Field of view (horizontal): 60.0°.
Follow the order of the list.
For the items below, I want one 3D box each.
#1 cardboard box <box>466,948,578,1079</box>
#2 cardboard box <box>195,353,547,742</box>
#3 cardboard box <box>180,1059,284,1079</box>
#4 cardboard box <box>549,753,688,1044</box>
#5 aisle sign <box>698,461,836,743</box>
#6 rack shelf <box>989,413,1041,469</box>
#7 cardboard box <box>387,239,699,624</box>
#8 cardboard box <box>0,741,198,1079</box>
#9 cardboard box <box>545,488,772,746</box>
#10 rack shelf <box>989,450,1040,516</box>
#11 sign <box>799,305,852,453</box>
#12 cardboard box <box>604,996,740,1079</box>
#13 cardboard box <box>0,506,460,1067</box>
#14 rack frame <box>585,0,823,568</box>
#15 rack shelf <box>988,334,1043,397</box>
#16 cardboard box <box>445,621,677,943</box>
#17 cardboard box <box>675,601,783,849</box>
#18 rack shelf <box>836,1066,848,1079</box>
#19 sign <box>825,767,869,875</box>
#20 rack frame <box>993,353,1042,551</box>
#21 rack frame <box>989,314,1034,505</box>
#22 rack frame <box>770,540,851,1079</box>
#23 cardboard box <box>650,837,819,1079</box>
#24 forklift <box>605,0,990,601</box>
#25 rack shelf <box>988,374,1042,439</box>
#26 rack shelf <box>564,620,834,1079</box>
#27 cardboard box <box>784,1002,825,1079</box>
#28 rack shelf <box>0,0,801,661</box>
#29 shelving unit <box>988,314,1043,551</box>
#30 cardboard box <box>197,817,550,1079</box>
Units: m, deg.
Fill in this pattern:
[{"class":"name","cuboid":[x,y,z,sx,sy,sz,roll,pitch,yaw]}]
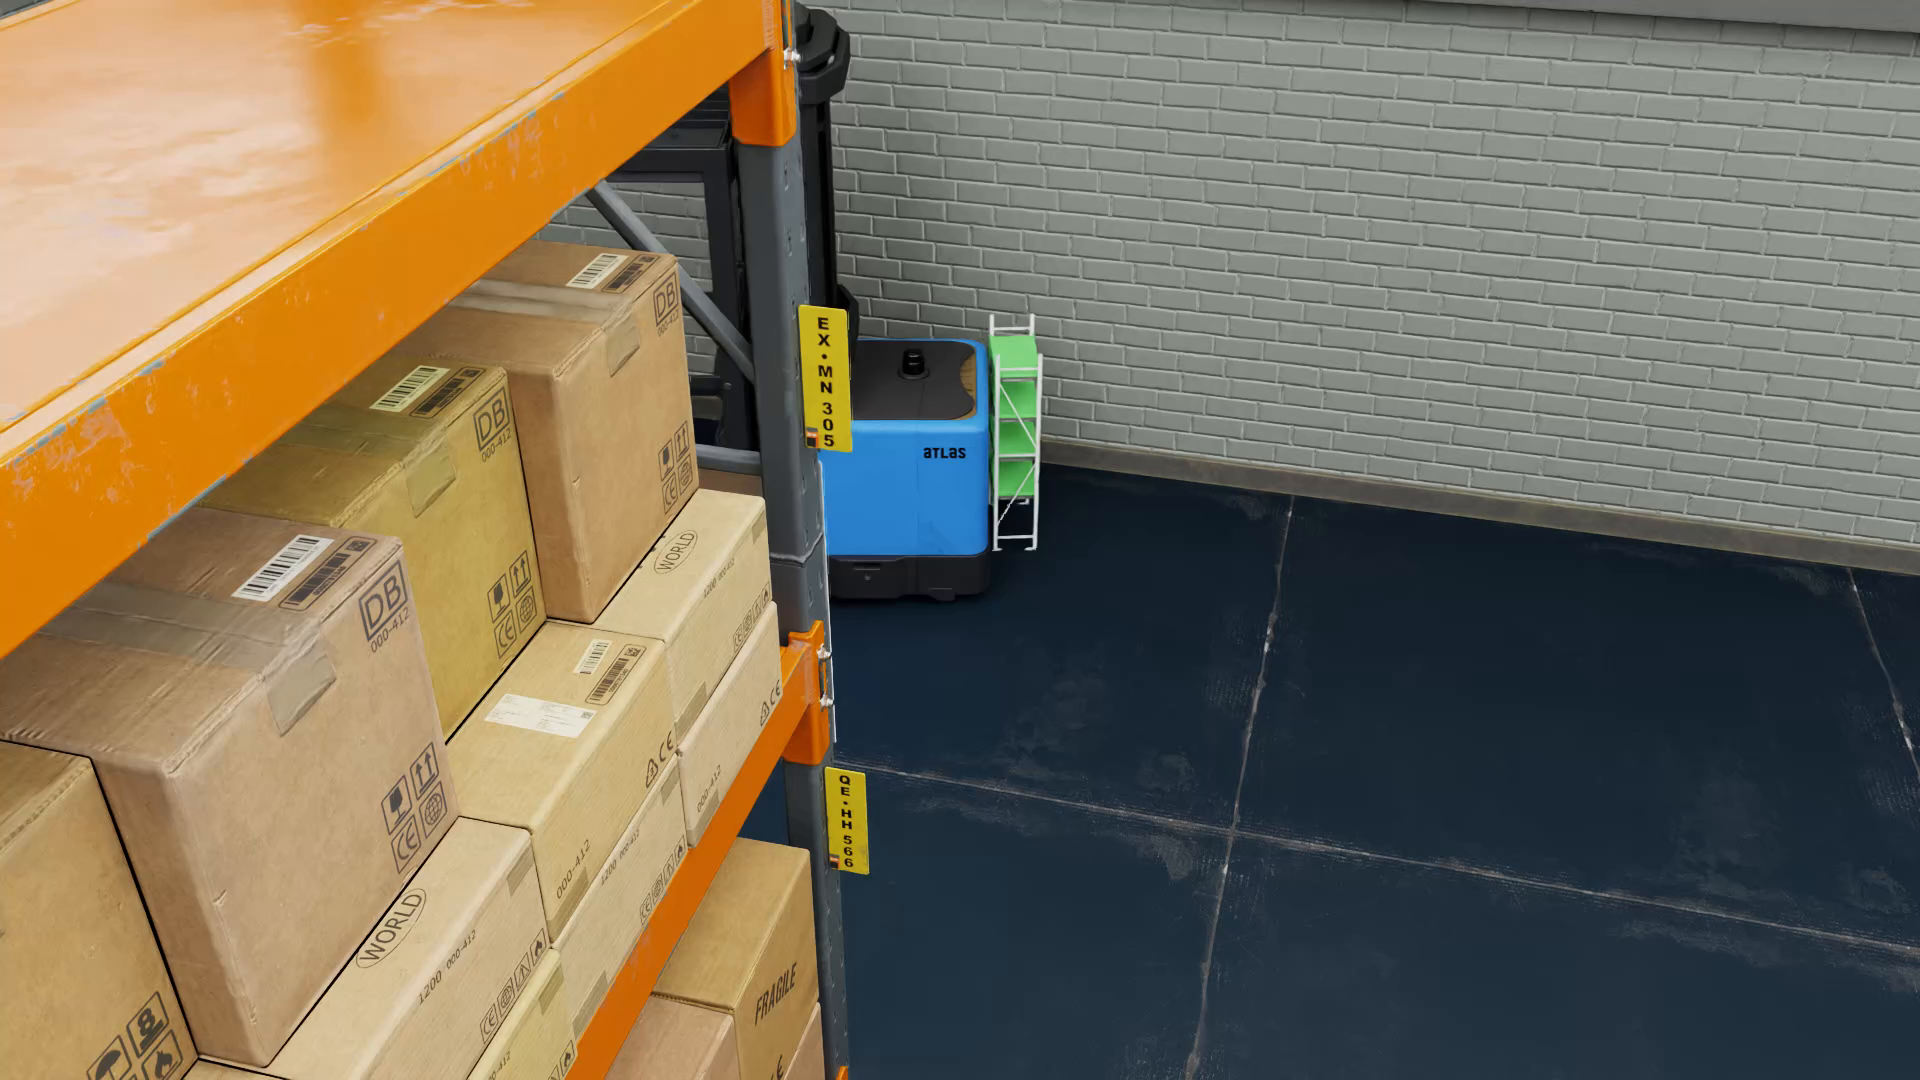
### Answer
[{"class":"cardboard box","cuboid":[-0.934,0.844,2.539,0.500,0.250,0.500,8,33,12]},{"class":"cardboard box","cuboid":[-1.131,0.012,2.684,0.700,0.500,0.500,8,33,12]},{"class":"cardboard box","cuboid":[-1.069,0.892,1.999,0.500,0.250,0.500,8,33,12]},{"class":"cardboard box","cuboid":[-0.820,0.583,2.950,0.500,0.250,0.500,8,33,12]},{"class":"aisle sign","cuboid":[-0.494,0.134,3.889,0.394,0.787,0.004,8,33,12]},{"class":"rack shelf","cuboid":[0.294,-0.530,9.154,0.258,0.148,0.480,-1,32,-2]},{"class":"cardboard box","cuboid":[-0.922,-0.236,3.074,0.700,0.500,0.500,8,33,12]},{"class":"cardboard box","cuboid":[-1.371,0.533,1.865,0.700,0.500,0.500,8,33,12]},{"class":"cardboard box","cuboid":[-0.691,0.113,3.224,0.500,0.250,0.500,8,33,12]},{"class":"rack shelf","cuboid":[0.294,-0.327,9.282,0.258,0.148,0.480,-1,32,-2]},{"class":"sign","cuboid":[-0.276,-0.328,3.419,0.100,0.325,0.005,8,33,12]},{"class":"cardboard box","cuboid":[-0.782,1.292,3.467,0.500,0.500,0.500,9,34,14]},{"class":"cardboard box","cuboid":[-1.154,0.286,2.253,0.700,0.500,0.500,8,33,12]},{"class":"rack frame","cuboid":[-0.807,-1.306,2.987,1.000,3.000,0.127,8,33,12]},{"class":"rack shelf","cuboid":[0.294,-0.935,8.896,0.258,0.148,0.480,-1,32,-2]},{"class":"cardboard box","cuboid":[-0.818,0.373,2.816,0.500,0.250,0.500,8,33,12]},{"class":"cardboard box","cuboid":[-0.683,0.325,3.356,0.500,0.250,0.500,8,33,12]},{"class":"rack shelf","cuboid":[-1.315,2.567,3.157,1.077,0.370,4.000,8,33,12]},{"class":"sign","cuboid":[-0.276,0.689,4.066,0.100,0.325,0.005,8,33,12]},{"class":"rack frame","cuboid":[0.305,-0.453,8.914,0.240,1.200,0.015,-1,32,-2]},{"class":"rack frame","cuboid":[0.282,-0.714,9.325,0.240,1.200,0.015,-1,32,-2]},{"class":"rack frame","cuboid":[-0.807,1.225,4.597,1.000,3.000,0.127,8,33,12]},{"class":"cardboard box","cuboid":[-0.654,1.030,3.879,0.500,0.500,0.500,8,33,12]},{"class":"forklift","cuboid":[-1.357,-1.173,8.432,3.031,2.935,1.130,0,32,0]},{"class":"rack shelf","cuboid":[0.294,-0.732,9.025,0.258,0.148,0.480,-1,32,-2]},{"class":"rack shelf","cuboid":[-1.315,1.301,2.352,1.077,0.370,4.000,8,33,12]},{"class":"cardboard box","cuboid":[-0.658,1.453,4.146,0.500,0.500,0.500,9,34,14]},{"class":"rack shelf","cuboid":[-1.315,0.036,1.548,1.077,0.370,4.000,8,33,12]},{"class":"shelving unit","cuboid":[0.294,-0.584,9.119,0.258,1.200,0.503,-1,32,-2]},{"class":"cardboard box","cuboid":[-0.948,0.631,2.408,0.500,0.250,0.500,8,33,12]}]
